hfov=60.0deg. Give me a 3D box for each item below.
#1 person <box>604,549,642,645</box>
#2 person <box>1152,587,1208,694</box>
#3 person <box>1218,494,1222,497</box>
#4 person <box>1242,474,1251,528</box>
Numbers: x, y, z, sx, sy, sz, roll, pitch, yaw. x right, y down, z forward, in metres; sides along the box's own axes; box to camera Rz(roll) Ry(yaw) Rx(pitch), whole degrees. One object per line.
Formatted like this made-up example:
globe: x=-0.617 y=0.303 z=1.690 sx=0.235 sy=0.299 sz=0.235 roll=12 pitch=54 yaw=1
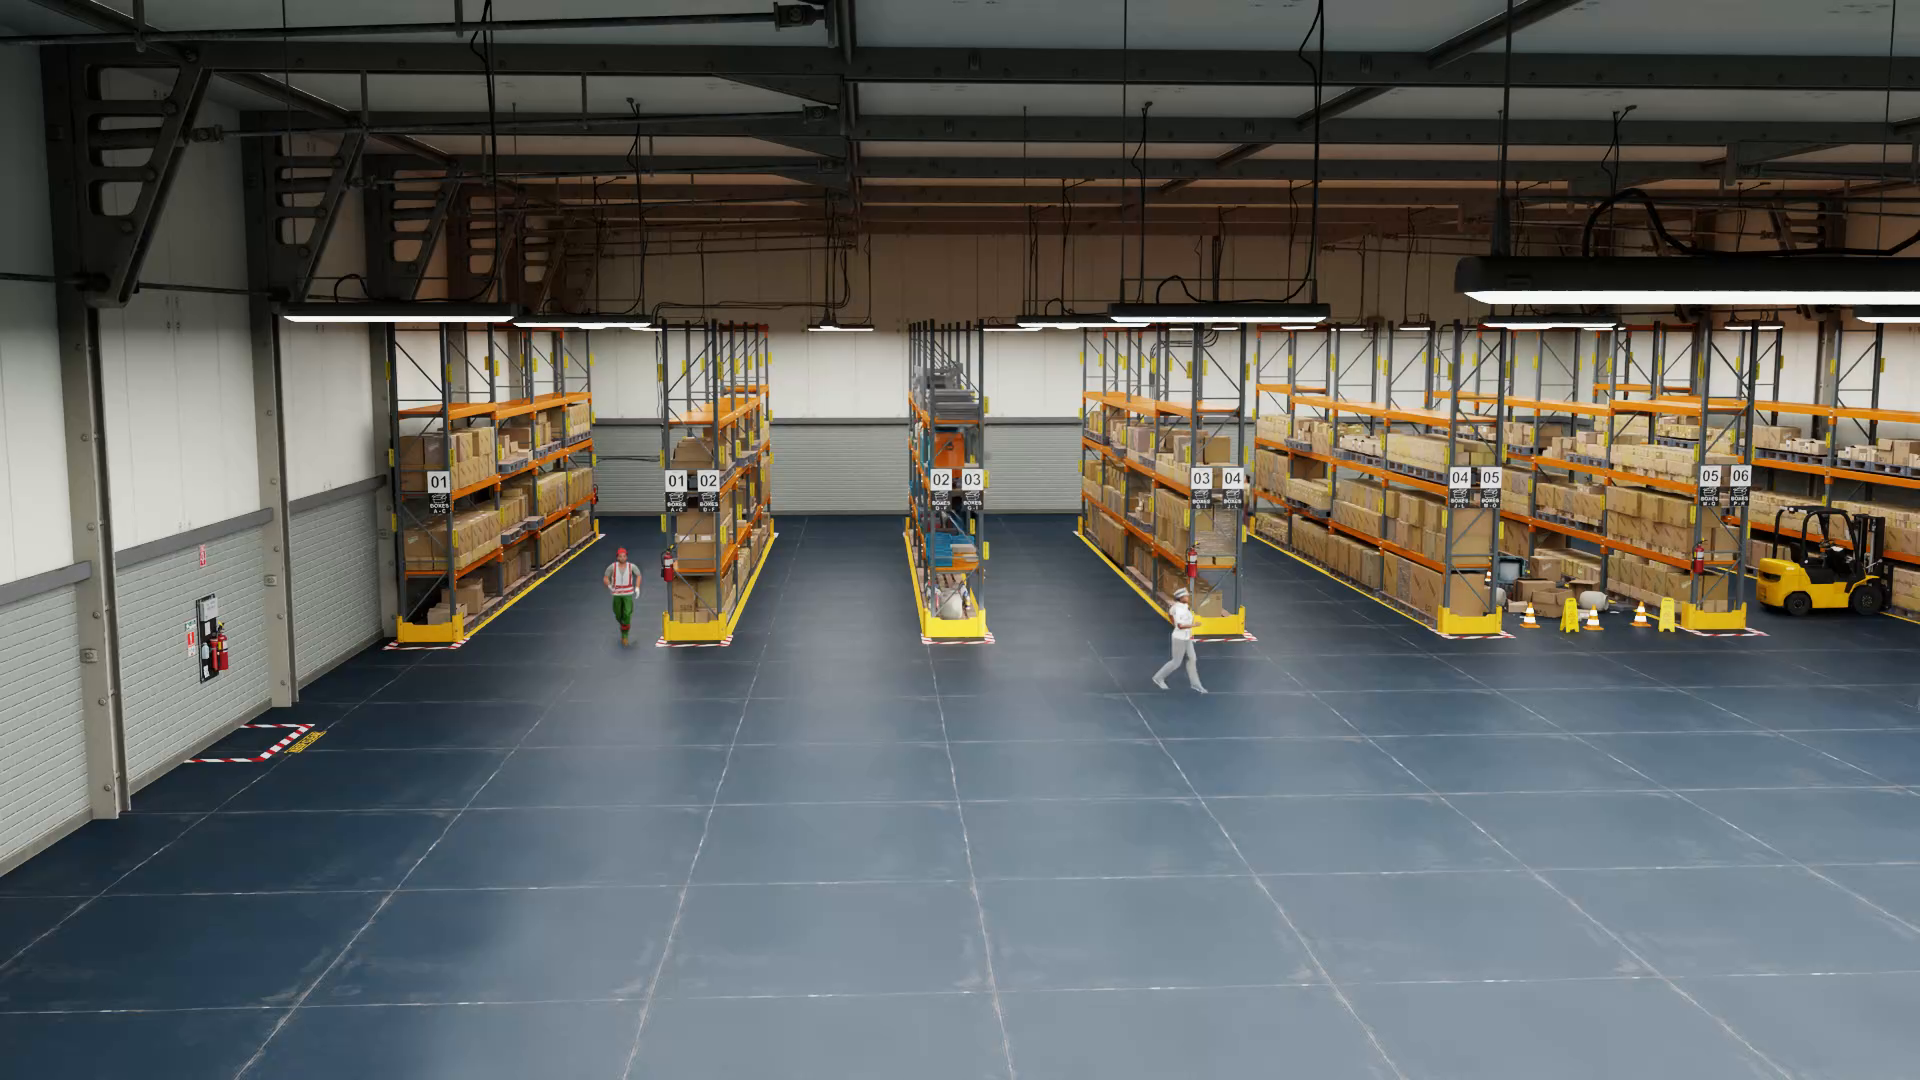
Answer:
person: x=-6.298 y=1.032 z=31.064 sx=0.698 sy=1.771 sz=0.761 roll=-1 pitch=7 yaw=-9
person: x=3.522 y=1.596 z=26.529 sx=0.883 sy=1.721 sz=0.574 roll=2 pitch=7 yaw=16
person: x=7.158 y=-0.983 z=47.686 sx=0.675 sy=1.639 sz=0.572 roll=4 pitch=8 yaw=31
person: x=8.332 y=-1.094 z=48.701 sx=0.604 sy=1.653 sz=0.581 roll=-3 pitch=8 yaw=-26
